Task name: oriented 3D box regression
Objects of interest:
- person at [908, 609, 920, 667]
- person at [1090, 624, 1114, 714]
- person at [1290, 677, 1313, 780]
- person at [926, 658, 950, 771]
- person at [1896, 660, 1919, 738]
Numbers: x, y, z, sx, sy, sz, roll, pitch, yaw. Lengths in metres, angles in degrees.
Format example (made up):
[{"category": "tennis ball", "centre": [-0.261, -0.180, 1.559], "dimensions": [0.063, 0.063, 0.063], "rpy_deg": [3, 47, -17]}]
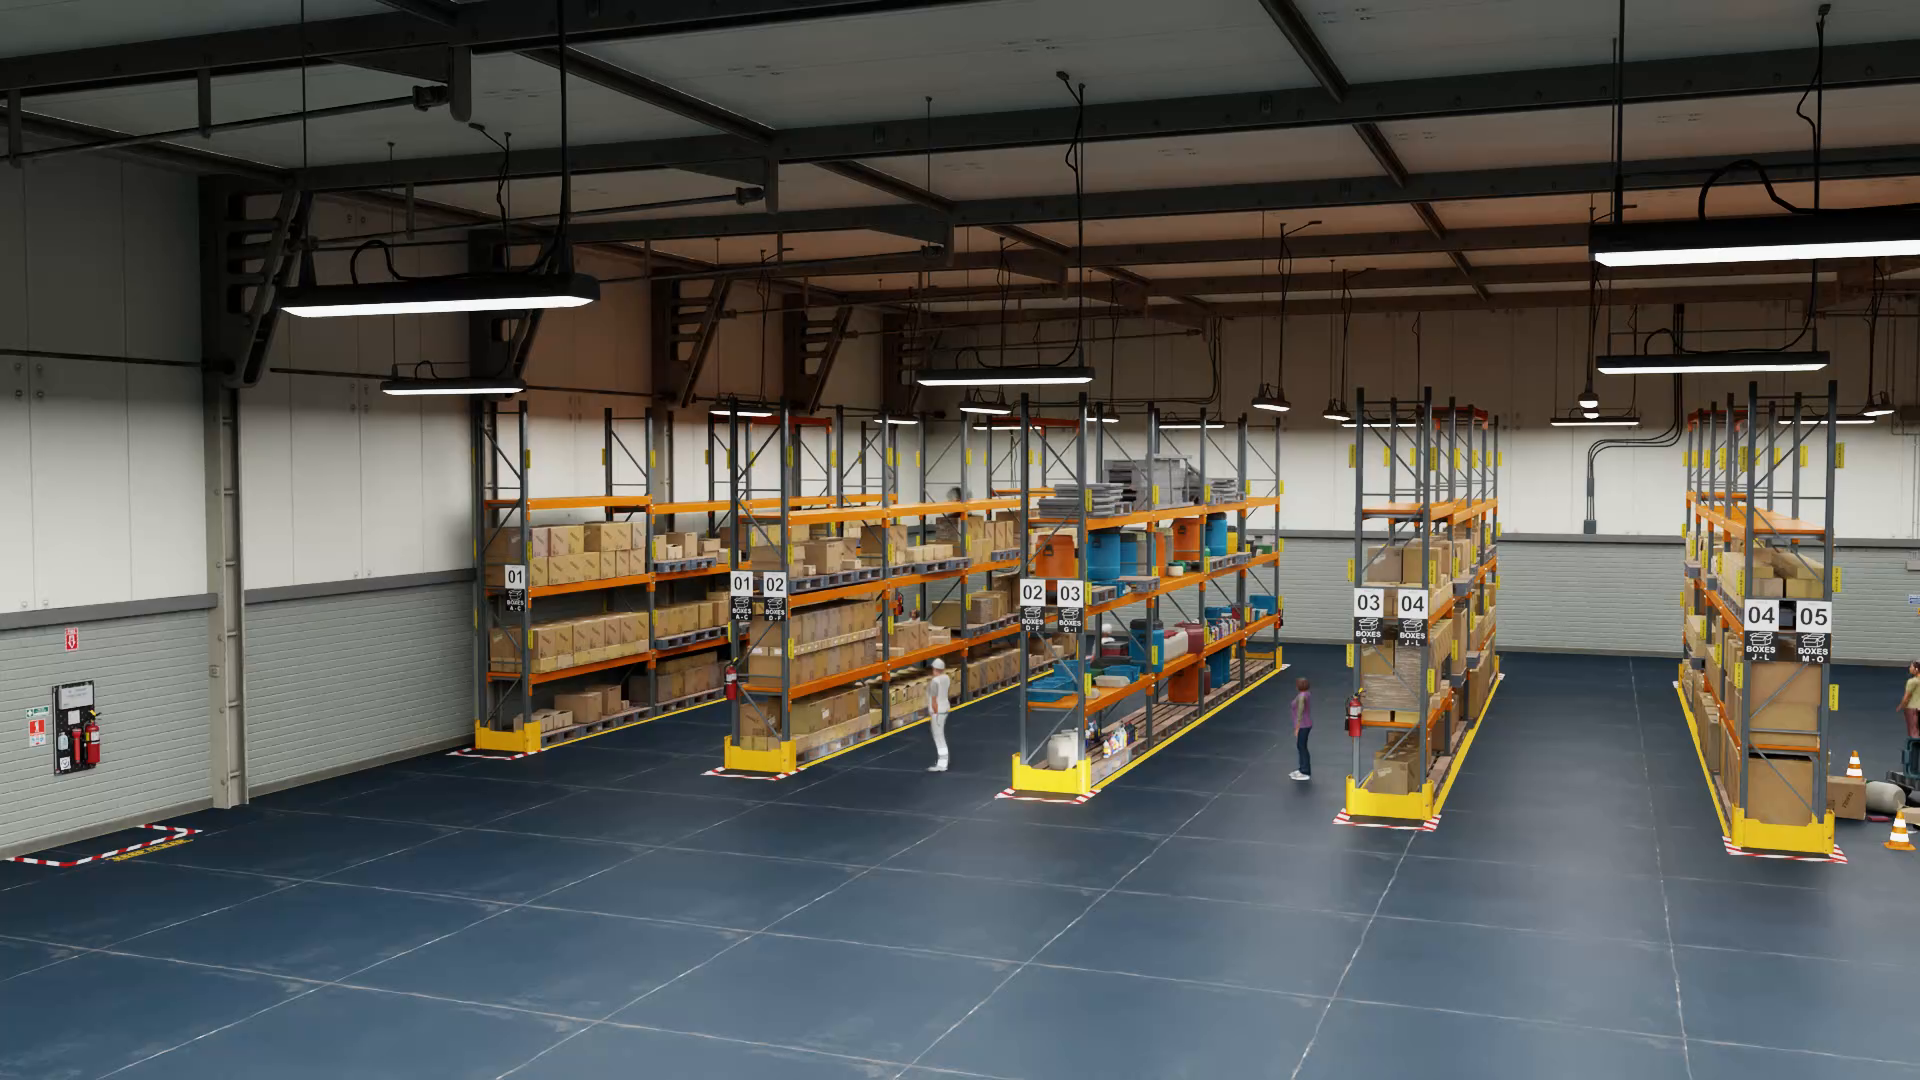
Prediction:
[{"category": "person", "centre": [-1.040, 2.380, 38.233], "dimensions": [0.566, 1.579, 0.648], "rpy_deg": [1, 3, 27]}, {"category": "person", "centre": [2.737, 2.538, 32.654], "dimensions": [0.622, 1.806, 0.481], "rpy_deg": [-2, 4, -41]}, {"category": "person", "centre": [5.335, 2.931, 25.971], "dimensions": [0.354, 1.599, 0.497], "rpy_deg": [1, 3, 17]}, {"category": "person", "centre": [-0.333, 2.793, 26.741], "dimensions": [0.367, 1.805, 0.695], "rpy_deg": [1, 3, 16]}, {"category": "person", "centre": [15.758, 2.827, 27.421], "dimensions": [0.527, 1.693, 0.676], "rpy_deg": [1, 3, 14]}]
